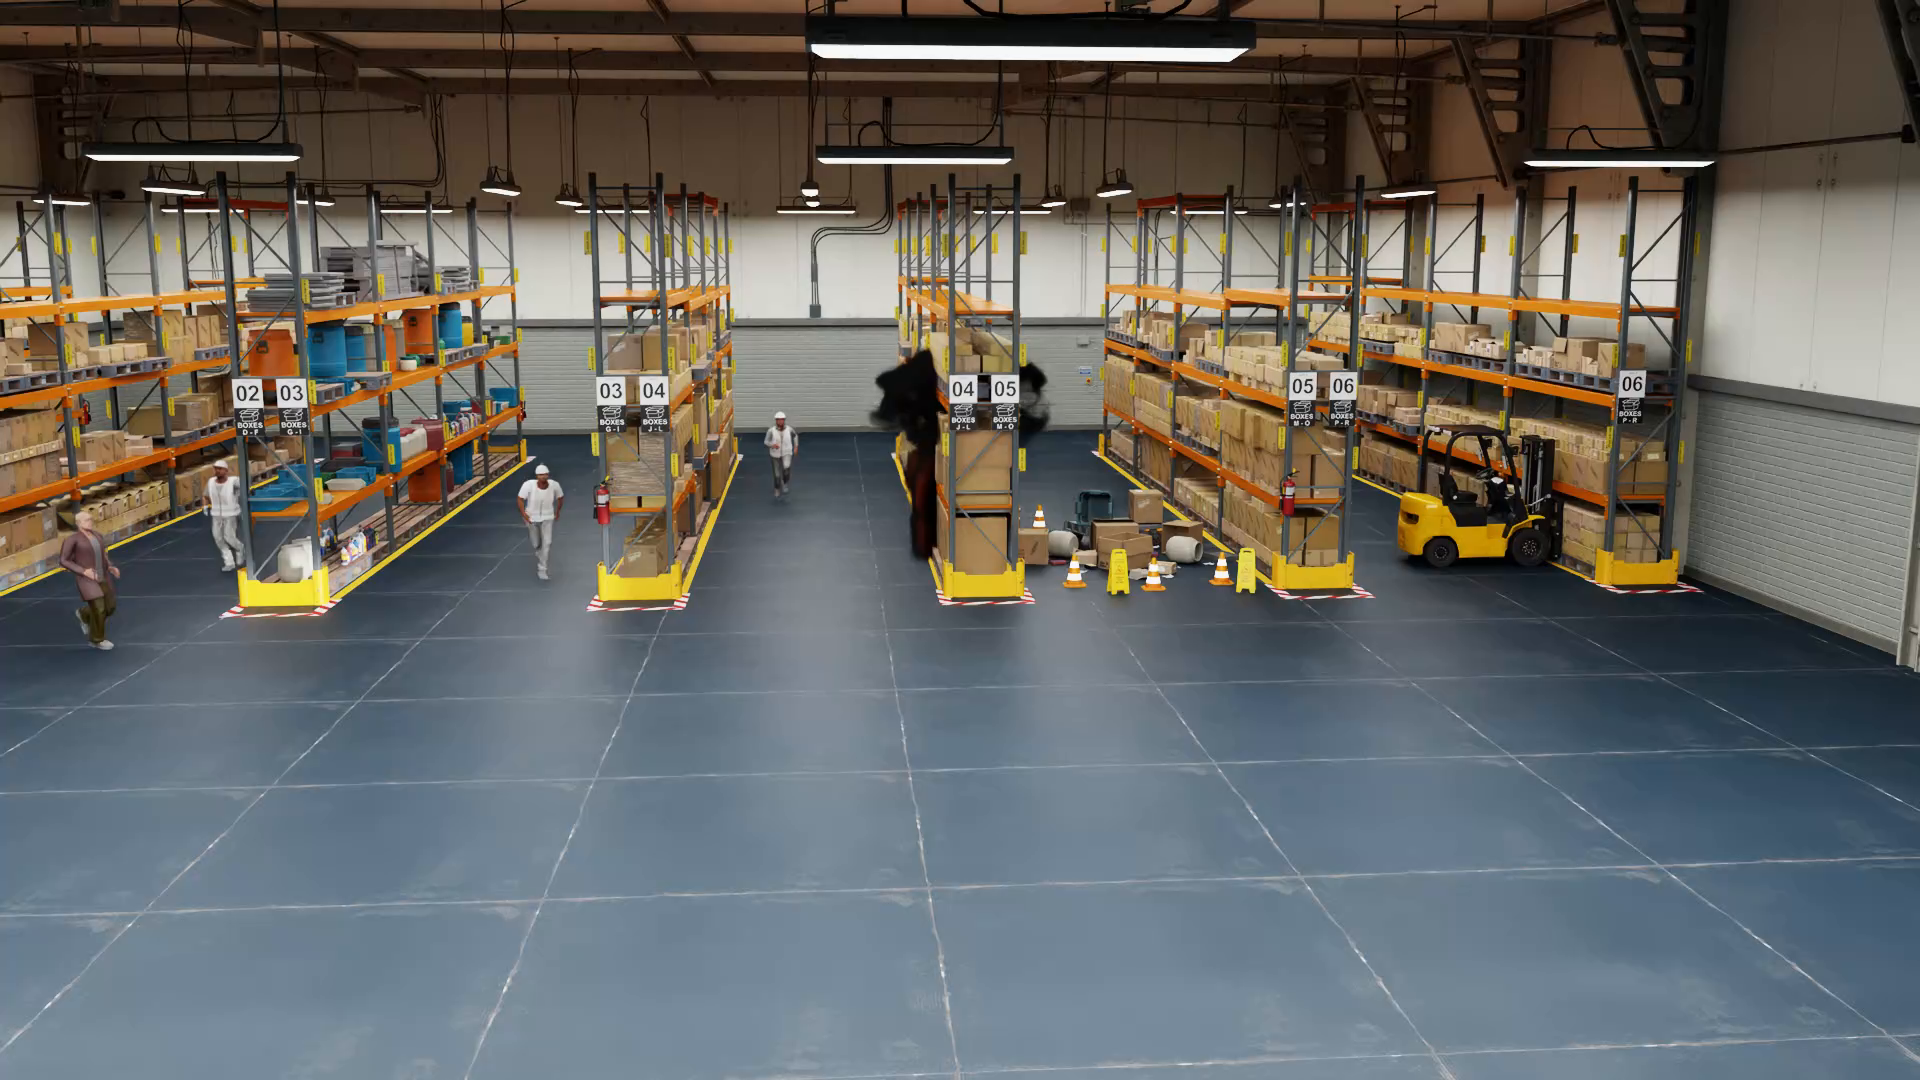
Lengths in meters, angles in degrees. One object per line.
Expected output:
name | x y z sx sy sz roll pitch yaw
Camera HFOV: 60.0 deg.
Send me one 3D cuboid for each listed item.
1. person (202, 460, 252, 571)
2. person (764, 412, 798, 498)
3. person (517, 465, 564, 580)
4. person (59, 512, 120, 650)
person | -11.399 -0.379 25.820 0.731 1.734 0.618 0 10 1
person | -3.528 -1.666 32.827 0.670 1.746 0.879 -1 10 -8
person | -6.452 -0.312 25.627 0.703 1.750 0.963 -3 10 -17
person | -10.966 0.507 20.900 0.643 1.738 0.712 3 11 18
